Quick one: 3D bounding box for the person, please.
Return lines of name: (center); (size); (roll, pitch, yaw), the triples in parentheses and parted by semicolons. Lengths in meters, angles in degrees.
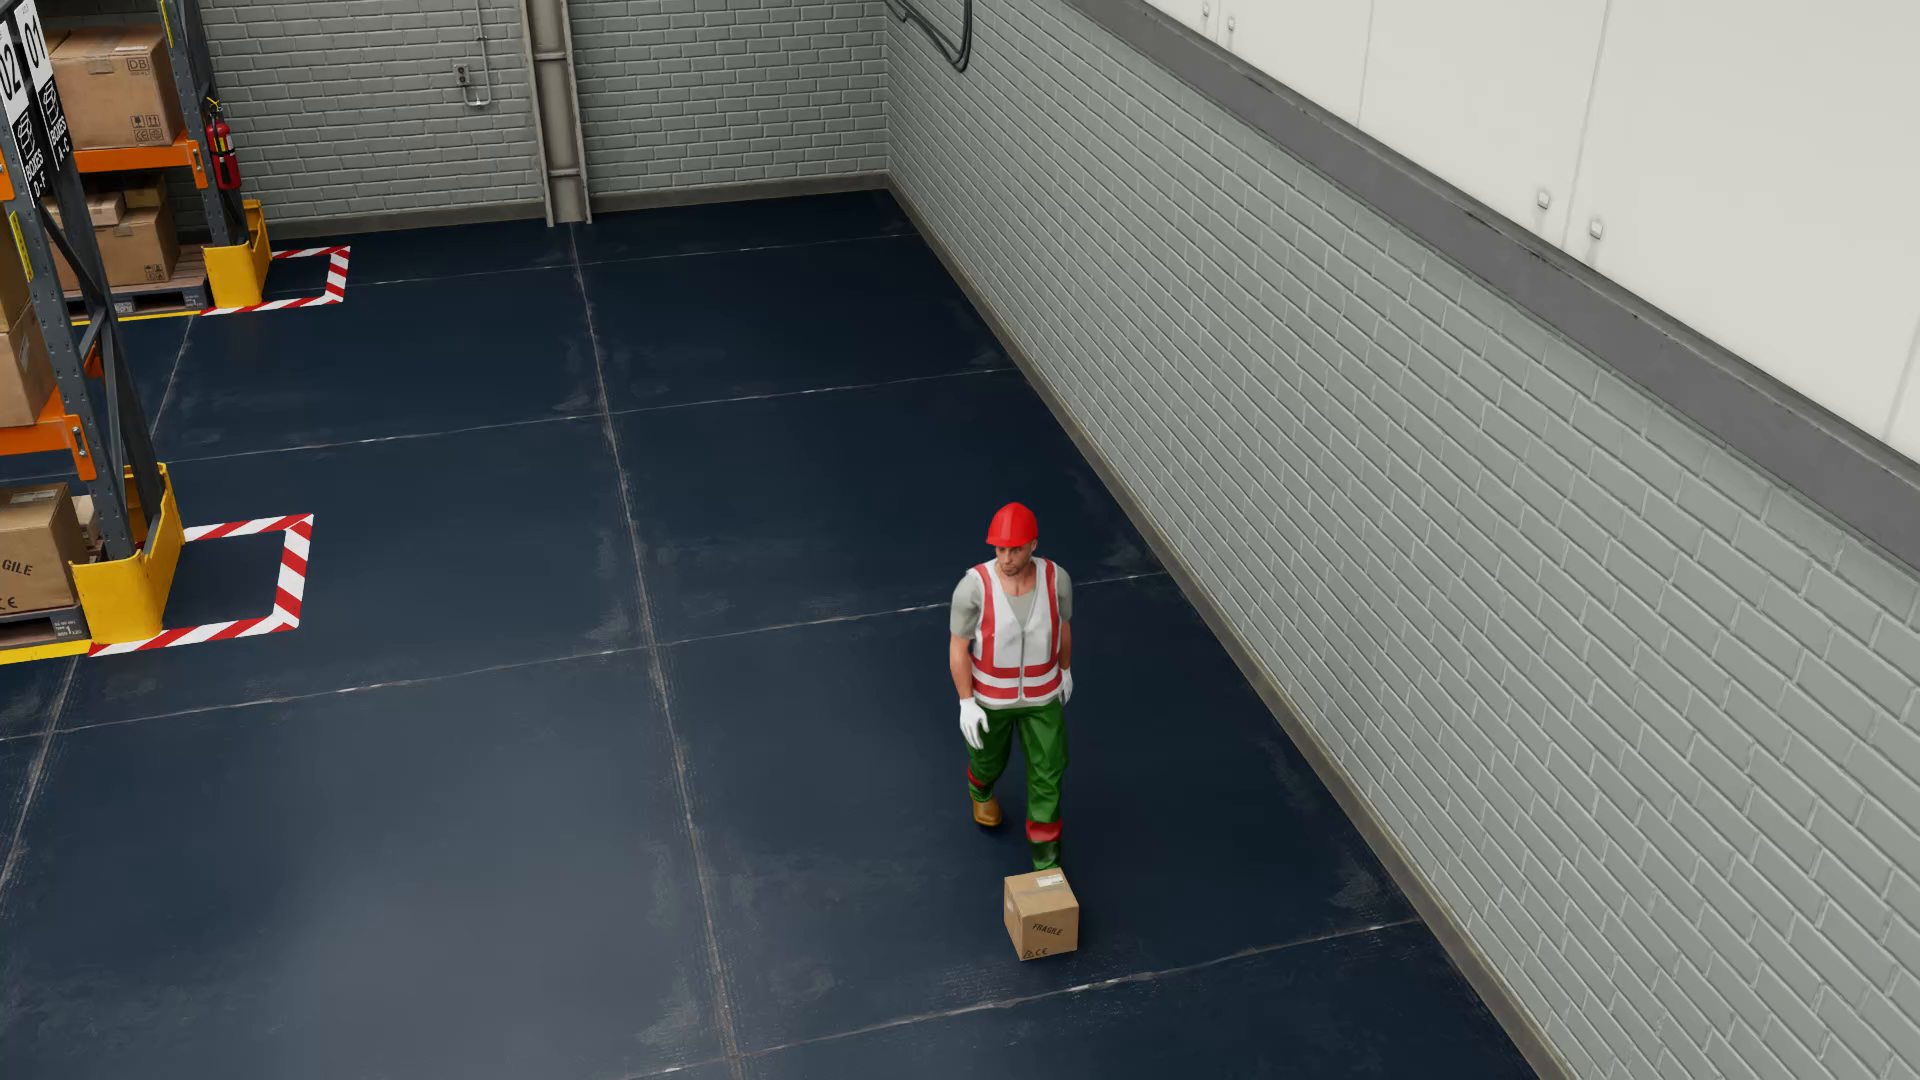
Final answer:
person: (0.254, 0.694, 7.031); (0.571, 1.745, 0.953); (-5, 30, -8)
